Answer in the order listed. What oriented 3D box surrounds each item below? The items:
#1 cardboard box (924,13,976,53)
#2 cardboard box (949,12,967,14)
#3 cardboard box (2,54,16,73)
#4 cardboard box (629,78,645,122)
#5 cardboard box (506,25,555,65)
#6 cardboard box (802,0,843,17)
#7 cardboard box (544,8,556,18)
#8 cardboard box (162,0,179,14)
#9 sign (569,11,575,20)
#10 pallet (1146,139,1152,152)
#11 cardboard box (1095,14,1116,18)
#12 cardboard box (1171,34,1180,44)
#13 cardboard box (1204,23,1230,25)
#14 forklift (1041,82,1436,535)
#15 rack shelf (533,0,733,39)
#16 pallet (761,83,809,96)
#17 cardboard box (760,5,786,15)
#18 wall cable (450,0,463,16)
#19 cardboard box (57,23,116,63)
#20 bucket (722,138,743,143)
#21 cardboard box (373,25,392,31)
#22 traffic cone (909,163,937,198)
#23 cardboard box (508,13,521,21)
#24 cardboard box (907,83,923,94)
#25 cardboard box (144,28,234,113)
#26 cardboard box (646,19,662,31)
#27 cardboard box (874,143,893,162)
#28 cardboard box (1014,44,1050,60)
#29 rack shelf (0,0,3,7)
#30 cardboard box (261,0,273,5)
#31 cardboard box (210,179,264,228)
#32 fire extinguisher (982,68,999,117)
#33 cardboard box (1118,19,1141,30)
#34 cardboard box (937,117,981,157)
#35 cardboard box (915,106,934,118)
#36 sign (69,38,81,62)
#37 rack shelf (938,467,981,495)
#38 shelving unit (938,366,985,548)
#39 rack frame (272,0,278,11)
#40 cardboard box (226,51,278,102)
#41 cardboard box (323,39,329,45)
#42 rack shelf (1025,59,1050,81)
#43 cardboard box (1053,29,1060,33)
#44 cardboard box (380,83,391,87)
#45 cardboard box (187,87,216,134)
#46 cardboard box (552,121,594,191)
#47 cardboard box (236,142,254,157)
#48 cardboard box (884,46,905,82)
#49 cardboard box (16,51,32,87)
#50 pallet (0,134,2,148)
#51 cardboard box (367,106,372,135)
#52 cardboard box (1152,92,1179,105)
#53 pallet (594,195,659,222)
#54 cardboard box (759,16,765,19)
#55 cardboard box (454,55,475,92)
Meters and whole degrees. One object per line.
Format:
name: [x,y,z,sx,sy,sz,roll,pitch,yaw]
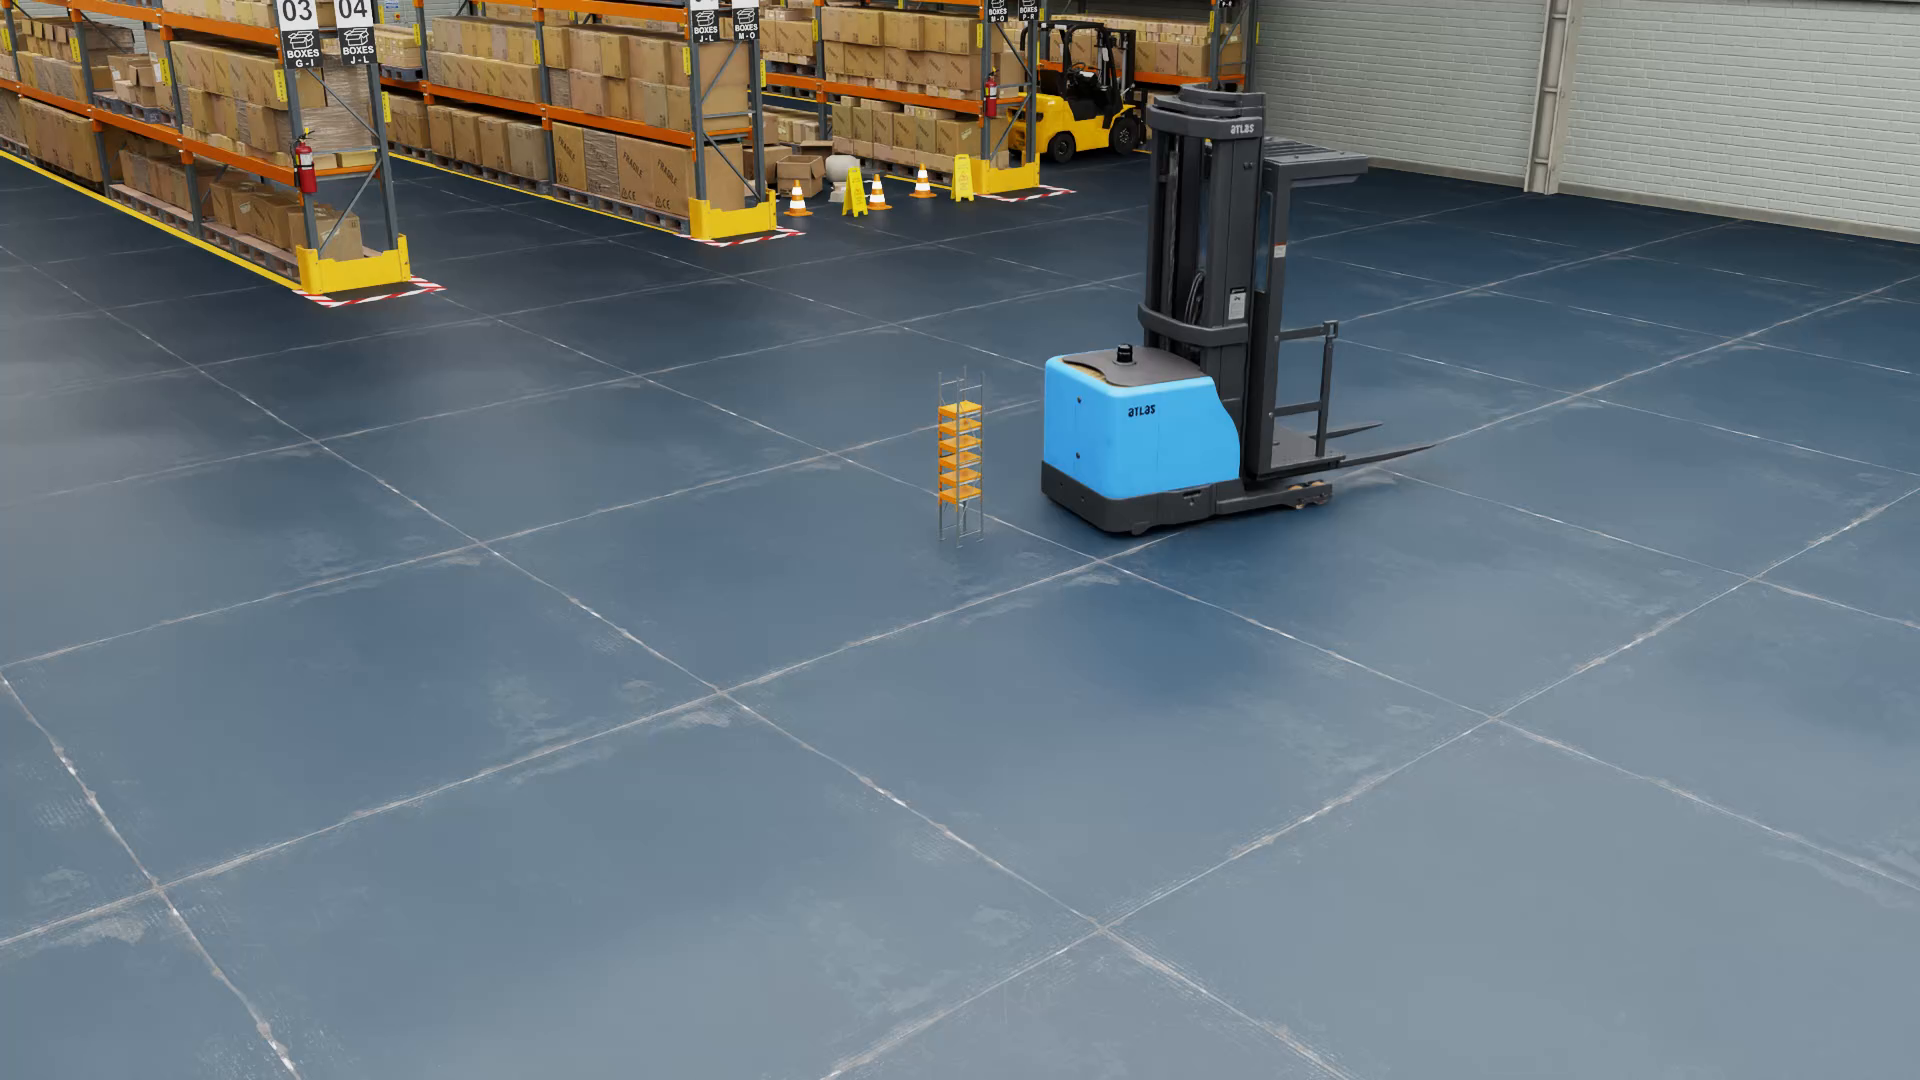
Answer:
cardboard box: [-0.107,-7.512,24.634,0.700,0.500,0.500,-17,27,-37]
cardboard box: [-0.004,-10.199,32.383,0.380,0.149,0.250,-17,27,-37]
cardboard box: [-15.111,-7.715,26.866,0.500,0.250,0.500,-18,28,-38]
cardboard box: [-3.890,-5.917,22.273,0.875,0.550,0.550,-17,27,-37]
cardboard box: [-6.245,-7.319,24.549,0.700,0.500,0.500,-18,28,-38]
cardboard box: [-2.874,-11.041,34.847,0.700,0.500,0.500,-17,27,-37]
cardboard box: [-7.959,-10.665,33.092,0.500,0.500,0.500,-18,28,-38]
cardboard box: [-9.303,-6.518,20.105,0.500,0.250,0.500,-19,28,-39]
sign: [-7.536,-10.253,32.254,0.100,0.325,0.005,-17,27,-37]
pallet: [3.943,-6.716,28.342,1.003,0.211,1.213,-17,27,-37]
cardboard box: [2.616,-9.240,29.528,0.380,0.149,0.250,-18,28,-38]
cardboard box: [3.723,-8.341,27.639,0.380,0.149,0.250,-17,27,-36]
cardboard box: [4.291,-8.532,27.721,0.380,0.149,0.250,-16,27,-36]
forklift: [2.148,-1.753,11.940,3.031,2.935,1.130,-10,24,-24]
rack shelf: [-4.273,-7.038,22.215,1.077,0.370,4.000,-17,27,-37]
pallet: [-3.806,-10.020,36.778,1.003,0.211,1.213,-17,27,-37]
cardboard box: [-3.224,-9.139,28.693,0.380,0.149,0.250,-19,28,-40]
wall cable: [-12.359,-13.417,40.234,0.588,1.984,0.122,-17,27,-37]
cardboard box: [-12.902,-7.382,24.705,0.797,0.503,0.637,-17,27,-36]
bucket: [-3.743,-6.224,25.666,0.726,0.611,0.620,-8,13,-19]
cardboard box: [-10.048,-8.885,29.008,0.380,0.149,0.250,-19,28,-39]
traffic cone: [-0.542,-5.261,24.282,0.336,0.463,0.334,-17,27,-37]
cardboard box: [-8.962,-10.619,34.345,0.500,0.500,0.500,-18,27,-38]
cardboard box: [-0.578,-6.903,25.339,0.380,0.149,0.250,-18,28,-38]
cardboard box: [-9.815,-6.104,21.558,1.000,1.000,1.000,-17,27,-37]
cardboard box: [-5.383,-9.573,30.305,0.500,0.500,0.500,-17,27,-37]
cardboard box: [-1.009,-6.133,26.223,0.500,0.250,0.500,-18,28,-38]
cardboard box: [1.336,-8.925,30.365,0.500,0.250,0.500,-17,27,-36]
rack shelf: [-15.930,-9.201,27.736,1.077,0.370,4.000,-17,27,-37]
cardboard box: [-7.209,-5.786,17.690,0.380,0.149,0.250,-17,27,-37]
cardboard box: [-9.171,-4.288,21.171,0.500,0.500,0.500,-18,28,-39]
fire extinguisher: [0.442,-6.453,23.953,0.296,0.674,0.183,-17,27,-37]
cardboard box: [2.924,-8.845,28.519,0.380,0.149,0.250,-17,27,-37]
cardboard box: [-0.004,-6.054,24.994,0.500,0.500,0.500,-17,27,-37]
cardboard box: [-0.456,-6.512,25.273,0.380,0.149,0.250,-17,27,-37]
sign: [-12.432,-6.888,23.369,0.100,0.325,0.005,-17,27,-37]
rack shelf: [0.009,-0.402,11.315,0.258,0.103,0.180,-17,27,-37]
shelving unit: [0.009,-0.555,11.255,0.258,1.200,0.189,-17,27,-37]
rack frame: [-6.791,-7.065,17.182,1.000,3.000,0.127,-17,27,-37]
cardboard box: [-7.993,-5.291,18.963,0.500,0.500,0.500,-17,27,-37]
cardboard box: [-10.892,-8.738,29.042,0.380,0.149,0.250,-17,27,-37]
rack shelf: [0.558,-9.136,31.683,1.077,0.370,4.000,-17,27,-37]
cardboard box: [1.872,-9.116,29.620,0.380,0.149,0.250,-18,28,-38]
cardboard box: [-10.123,-7.975,29.555,0.500,0.250,0.500,-18,28,-39]
cardboard box: [-8.856,-5.276,20.296,0.875,0.500,0.500,-17,27,-37]
cardboard box: [-5.221,-5.545,23.866,0.875,0.875,0.875,-17,27,-37]
cardboard box: [-8.192,-4.573,19.392,0.380,0.149,0.250,-17,27,-37]
cardboard box: [-0.811,-7.323,25.523,0.500,0.500,0.500,-17,27,-37]
cardboard box: [-14.513,-7.447,26.247,0.500,0.500,0.500,-17,27,-37]
pallet: [-16.654,-7.191,29.555,1.003,0.211,1.213,-17,27,-37]
cardboard box: [-10.173,-7.358,29.009,0.500,0.500,0.500,-16,26,-35]
cardboard box: [3.600,-7.387,28.054,0.500,0.250,0.500,-17,27,-36]
pallet: [-4.341,-4.665,23.105,1.003,0.211,1.213,-17,27,-37]
cardboard box: [-3.370,-8.614,28.244,0.500,0.500,0.500,-19,28,-39]
cardboard box: [-7.438,-7.213,25.651,0.500,0.500,0.500,-17,27,-37]
